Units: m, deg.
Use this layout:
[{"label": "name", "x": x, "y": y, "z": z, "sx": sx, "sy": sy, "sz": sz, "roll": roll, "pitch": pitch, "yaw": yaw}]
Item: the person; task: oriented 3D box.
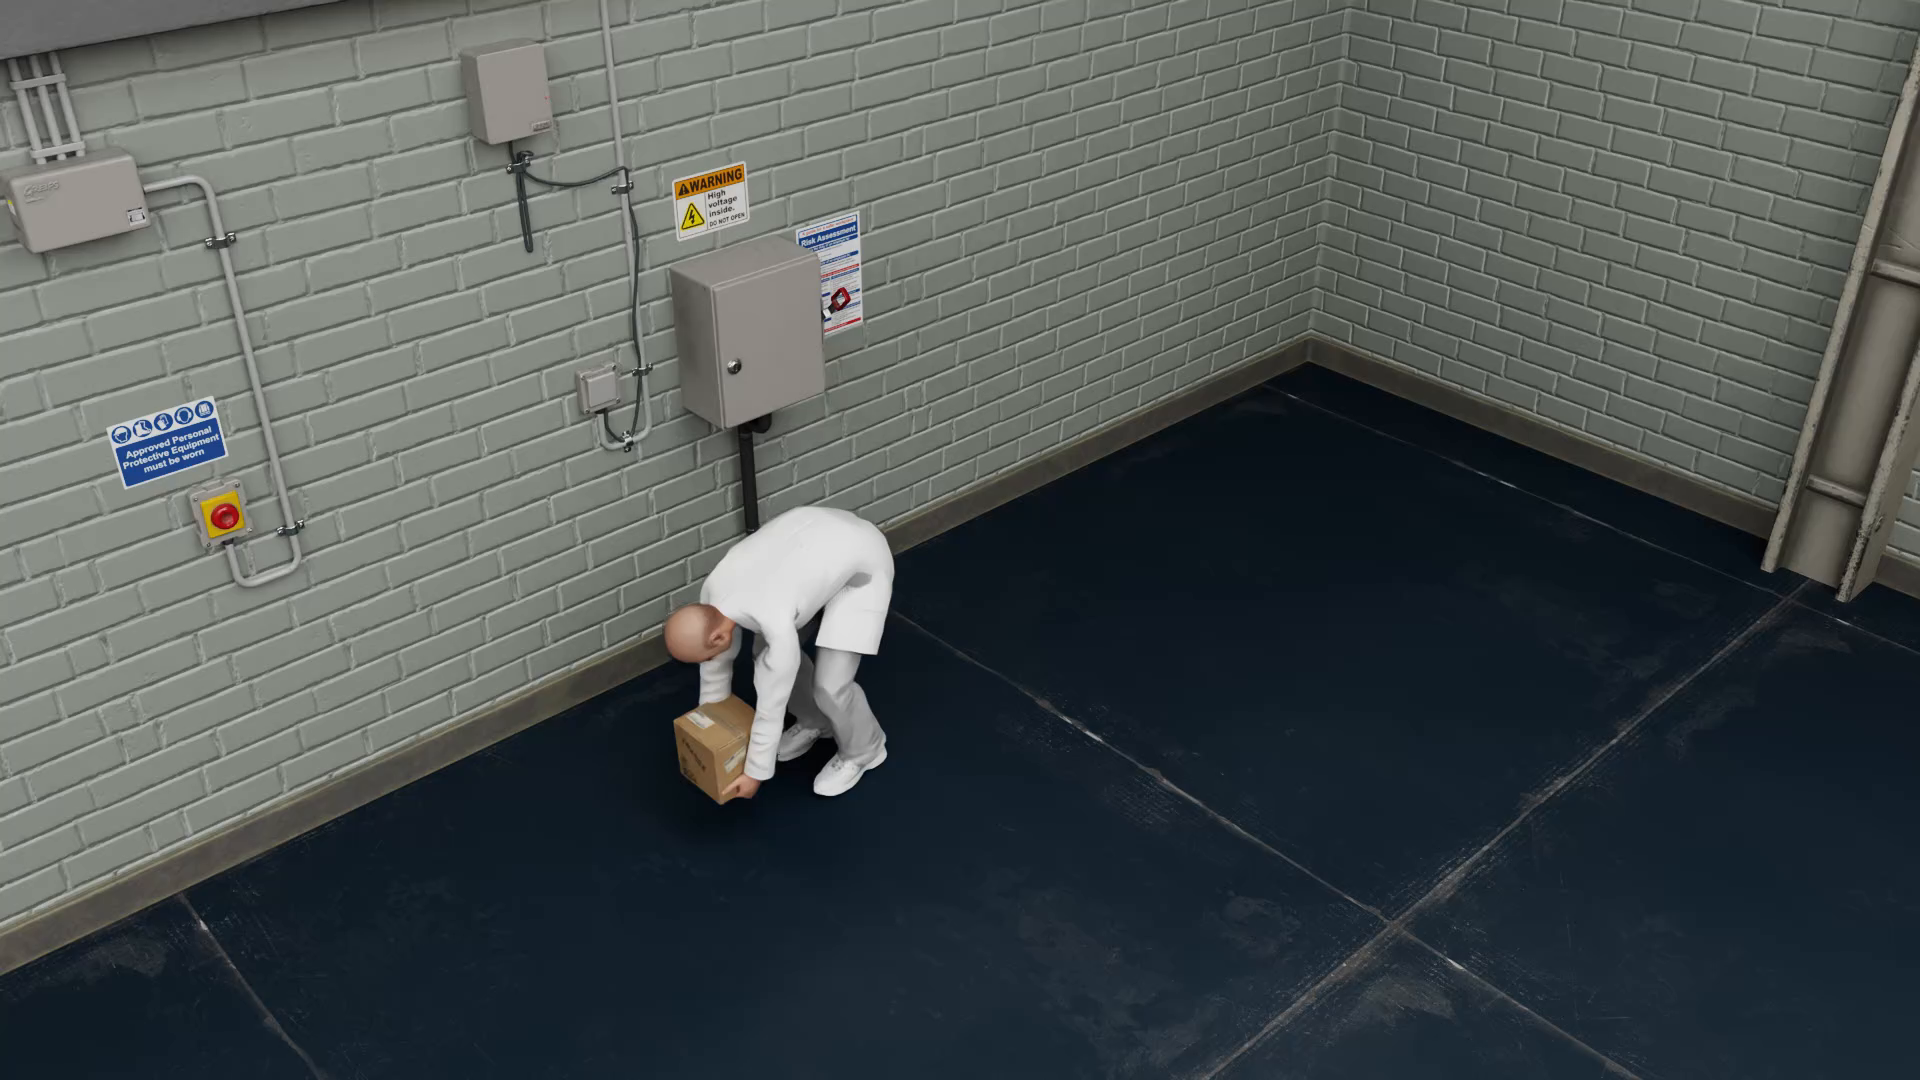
[{"label": "person", "x": -0.651, "y": 0.459, "z": 6.055, "sx": 0.579, "sy": 1.090, "sz": 0.941, "roll": 27, "pitch": 41, "yaw": 37}]
